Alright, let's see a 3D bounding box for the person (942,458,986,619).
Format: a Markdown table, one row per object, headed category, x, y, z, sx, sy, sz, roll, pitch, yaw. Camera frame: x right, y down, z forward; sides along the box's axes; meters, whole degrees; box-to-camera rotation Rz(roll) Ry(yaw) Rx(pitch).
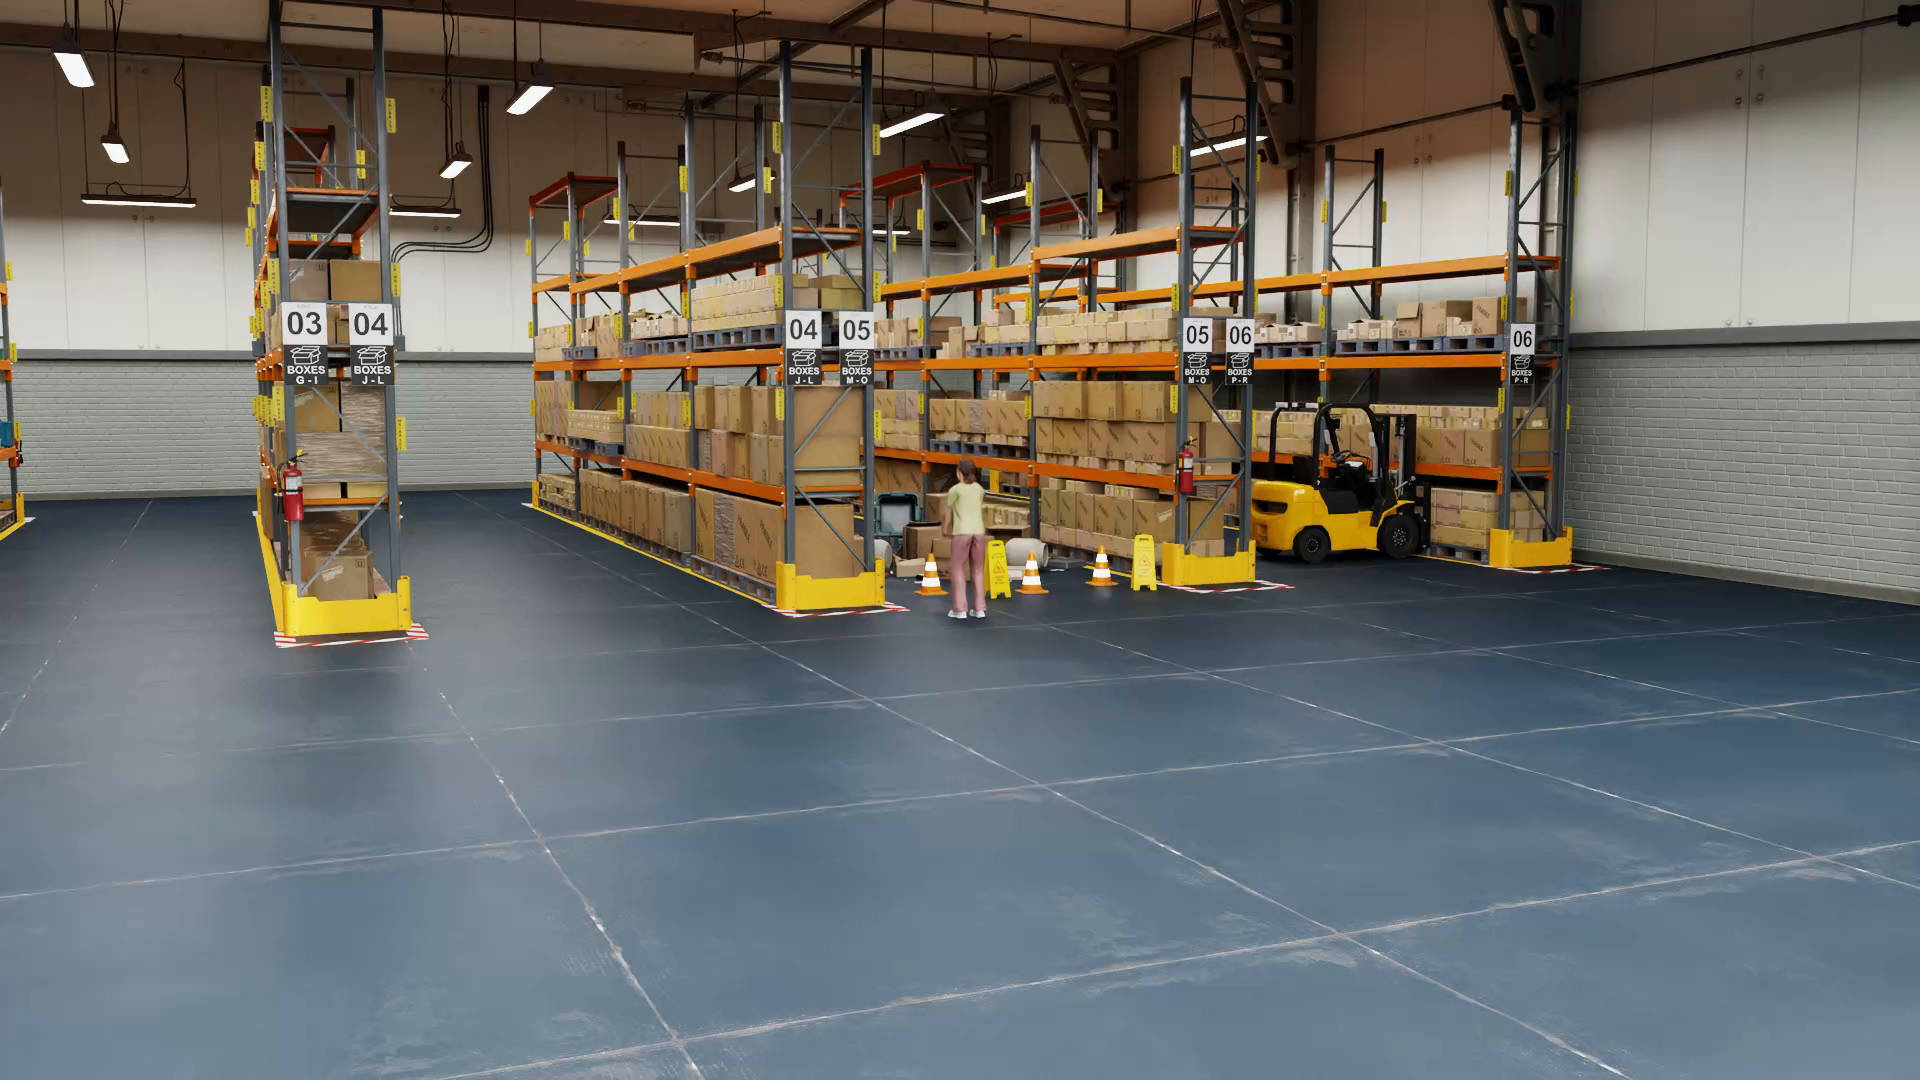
| category | x | y | z | sx | sy | sz | roll | pitch | yaw |
| --- | --- | --- | --- | --- | --- | --- | --- | --- | --- |
| person | 0.035 | -0.028 | 17.332 | 0.408 | 1.667 | 0.500 | -3 | 6 | -25 |
